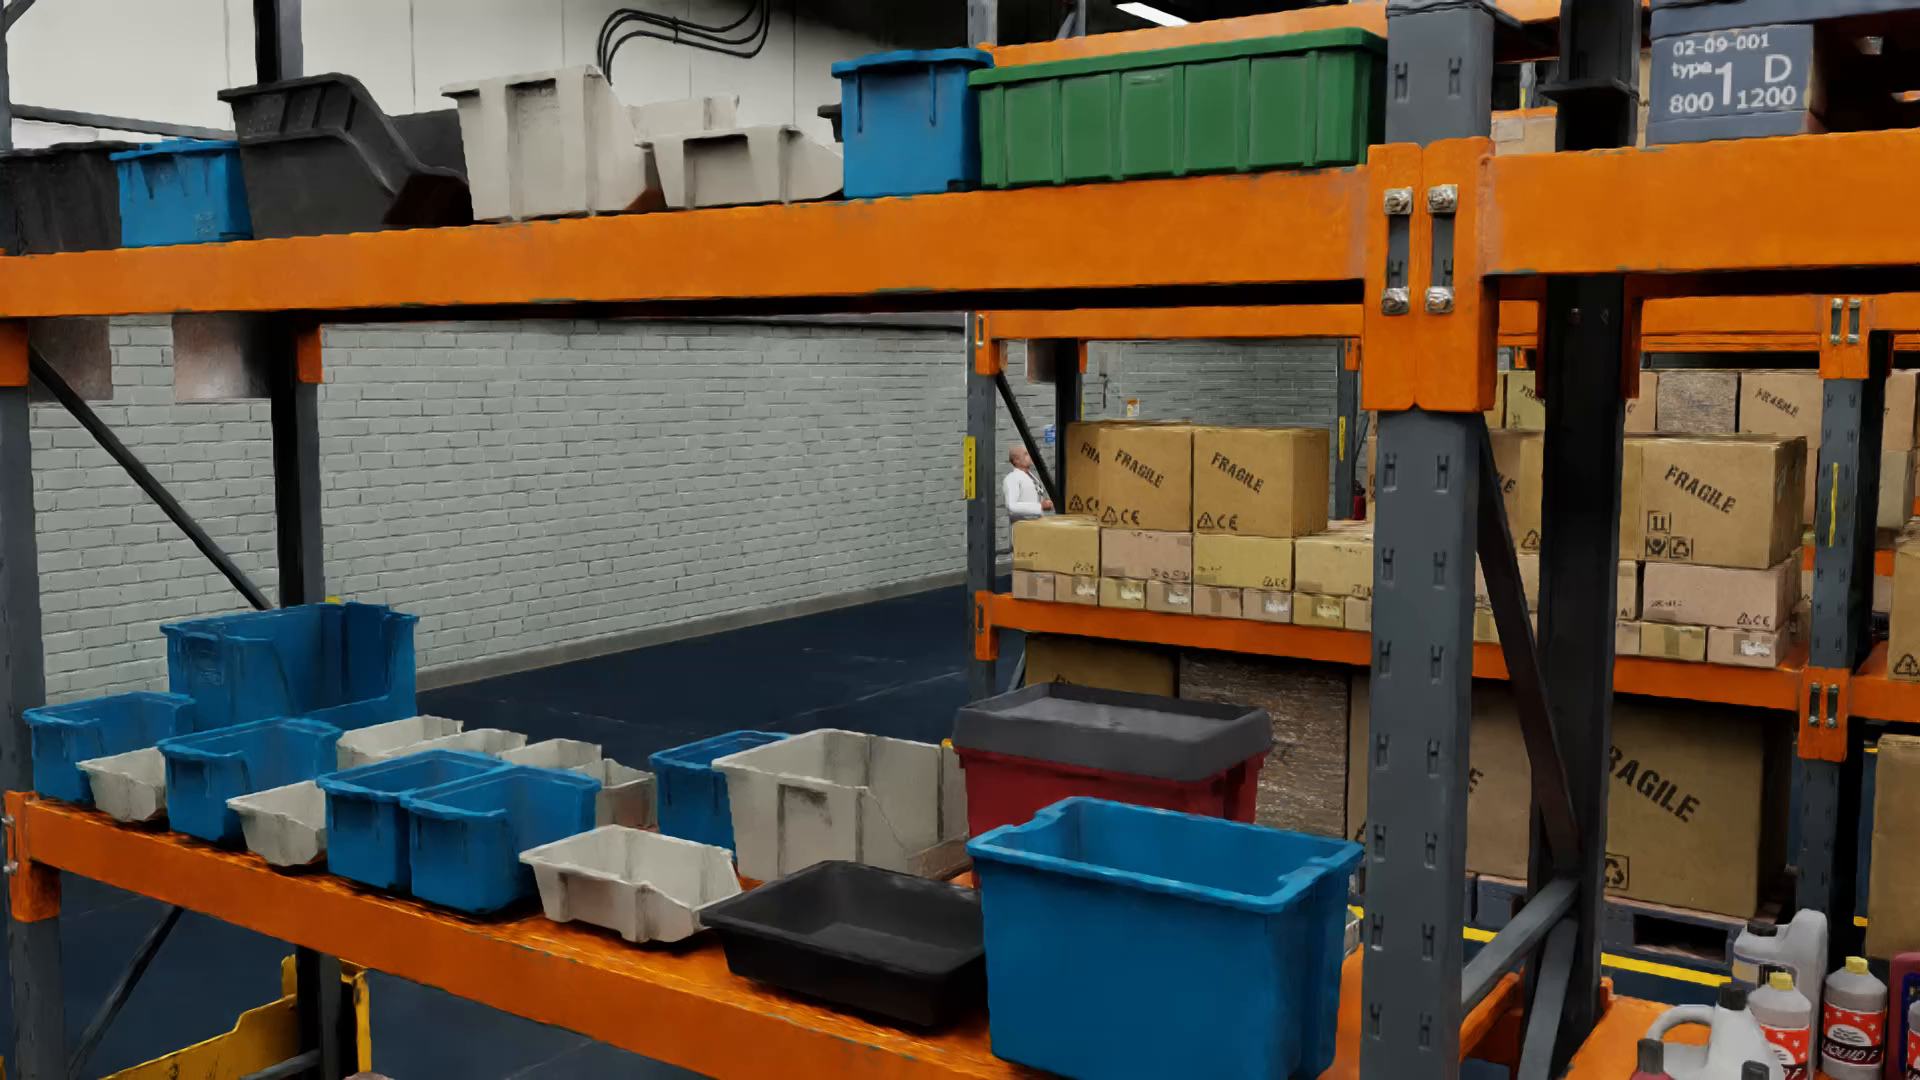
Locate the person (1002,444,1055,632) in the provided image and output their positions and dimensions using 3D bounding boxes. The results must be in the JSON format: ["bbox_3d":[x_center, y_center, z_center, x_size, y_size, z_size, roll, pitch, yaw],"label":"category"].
[{"bbox_3d":[0.657,0.002,15.522,0.733,1.784,0.684,4,7,32],"label":"person"}]
